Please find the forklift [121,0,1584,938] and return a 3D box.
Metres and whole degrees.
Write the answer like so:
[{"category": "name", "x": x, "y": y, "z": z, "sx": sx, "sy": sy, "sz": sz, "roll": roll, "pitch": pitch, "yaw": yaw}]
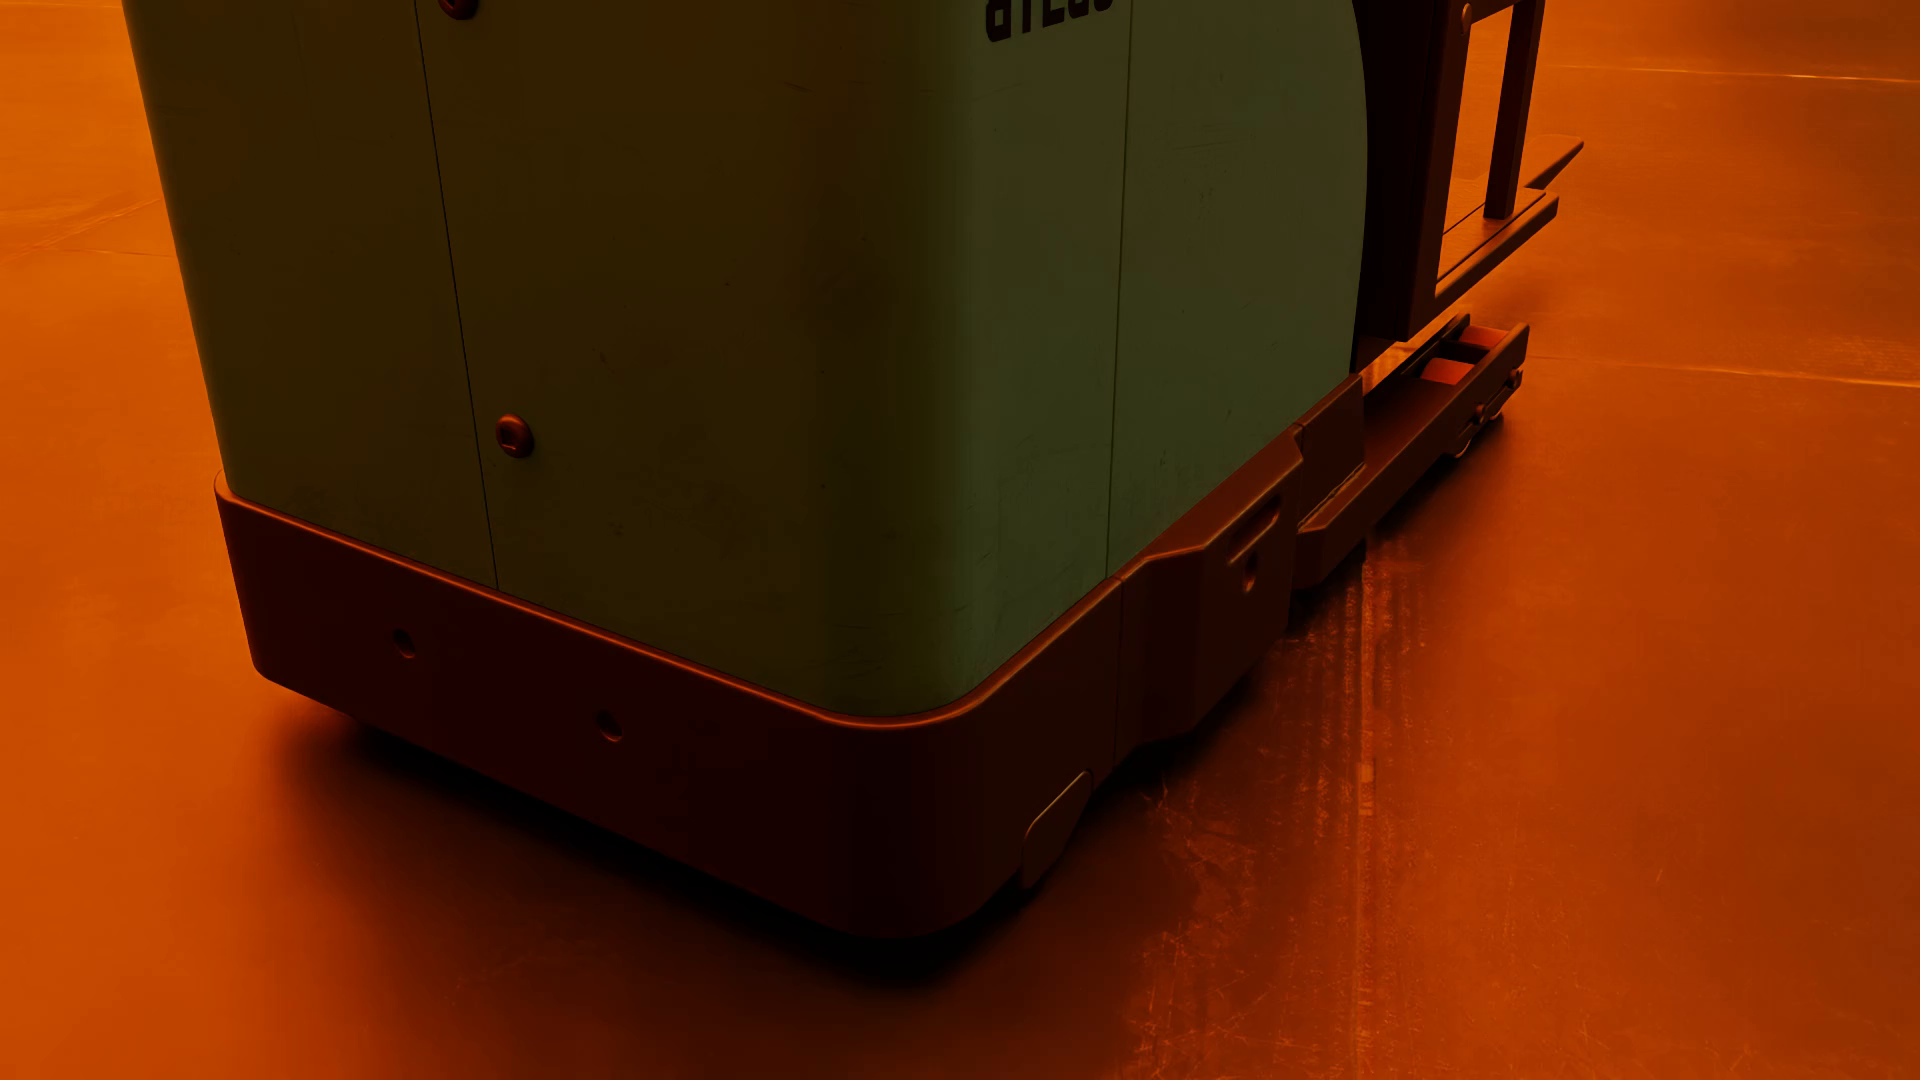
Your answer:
[{"category": "forklift", "x": 0.339, "y": -1.547, "z": 2.312, "sx": 1.130, "sy": 2.935, "sz": 3.031, "roll": 16, "pitch": 31, "yaw": 29}]
